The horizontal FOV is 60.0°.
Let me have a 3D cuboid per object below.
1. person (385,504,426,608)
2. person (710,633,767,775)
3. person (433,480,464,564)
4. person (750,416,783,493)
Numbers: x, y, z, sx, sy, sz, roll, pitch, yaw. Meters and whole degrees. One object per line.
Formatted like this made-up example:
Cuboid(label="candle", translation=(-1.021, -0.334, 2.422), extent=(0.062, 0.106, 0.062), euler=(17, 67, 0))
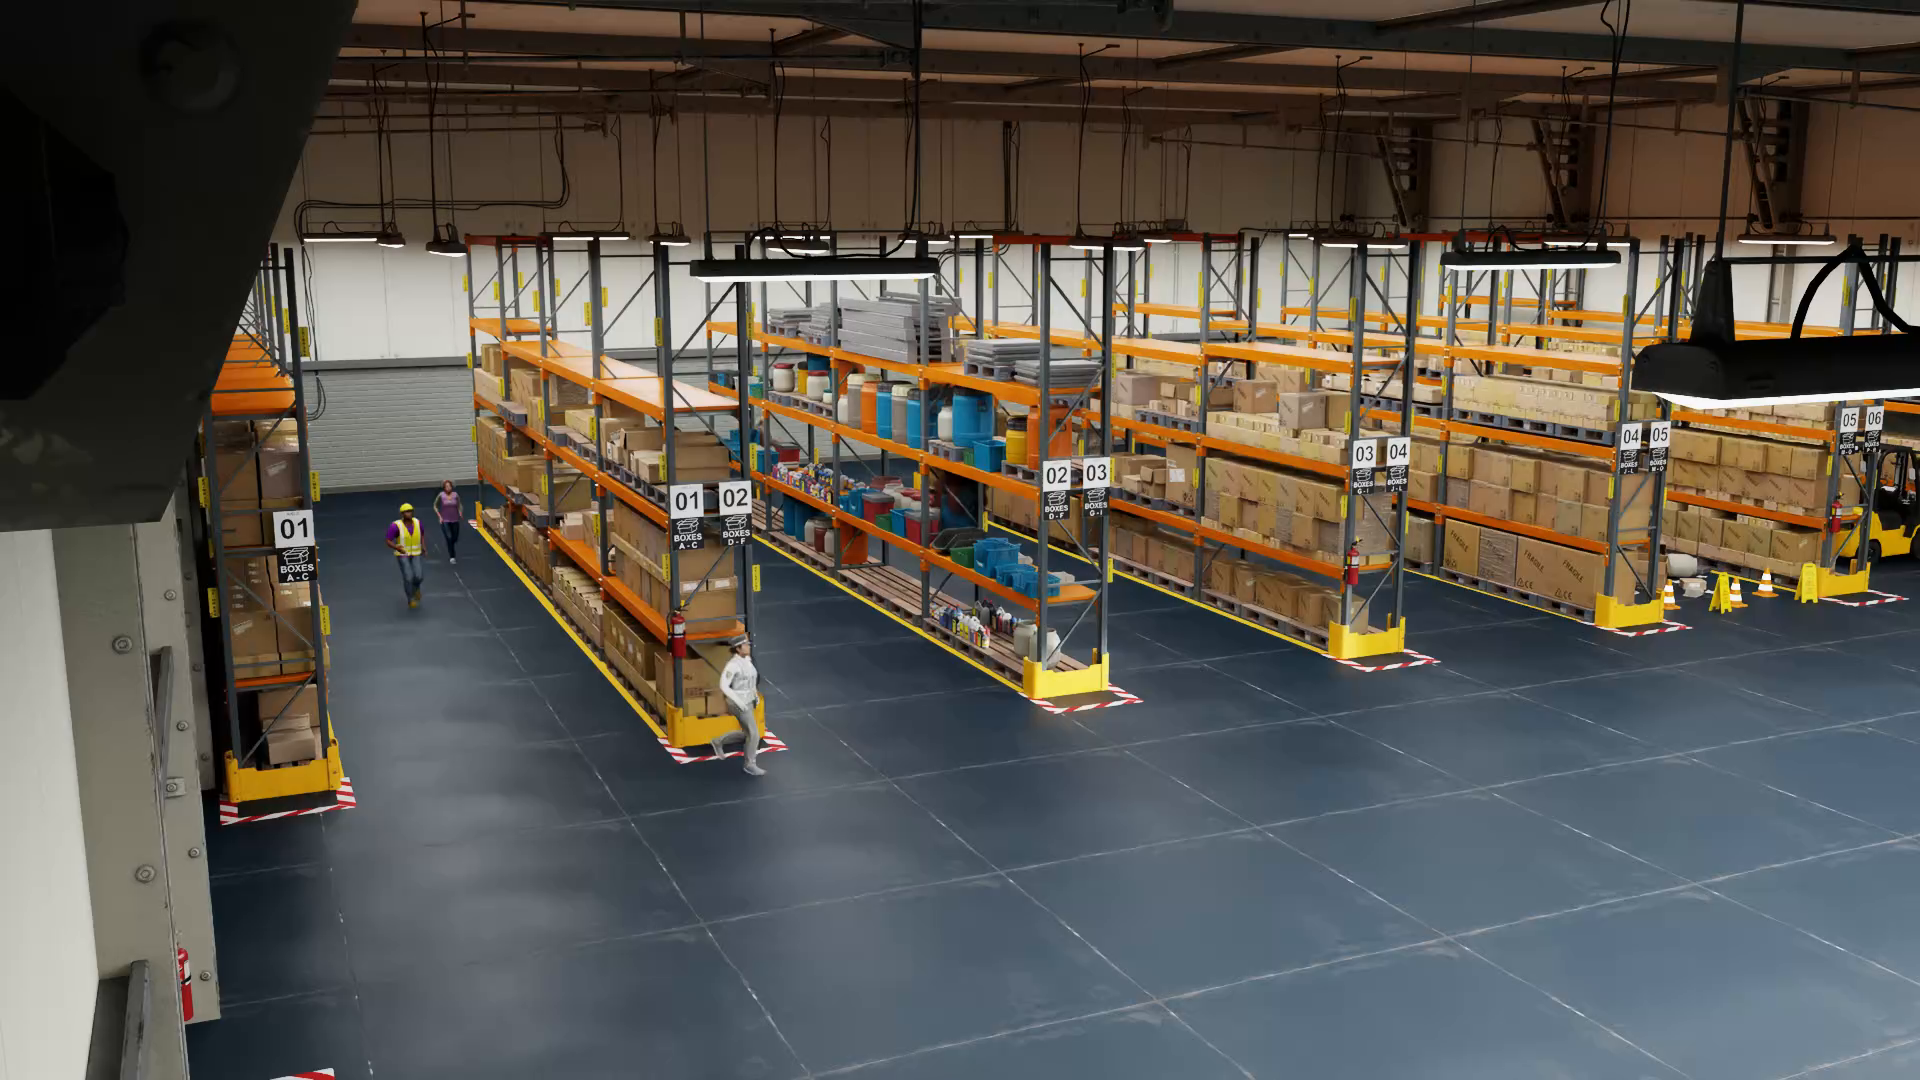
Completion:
Cuboid(label="person", translation=(-9.048, 0.255, 27.290), extent=(0.683, 1.733, 0.611), euler=(-8, 14, -36))
Cuboid(label="person", translation=(-2.583, 1.879, 19.167), extent=(0.715, 1.685, 0.644), euler=(3, 11, 14))
Cuboid(label="person", translation=(-9.525, -0.360, 30.960), extent=(0.525, 1.561, 0.673), euler=(-6, 12, -26))
Cuboid(label="person", translation=(-4.567, -1.954, 38.538), extent=(0.934, 1.846, 0.669), euler=(-2, 11, -9))
